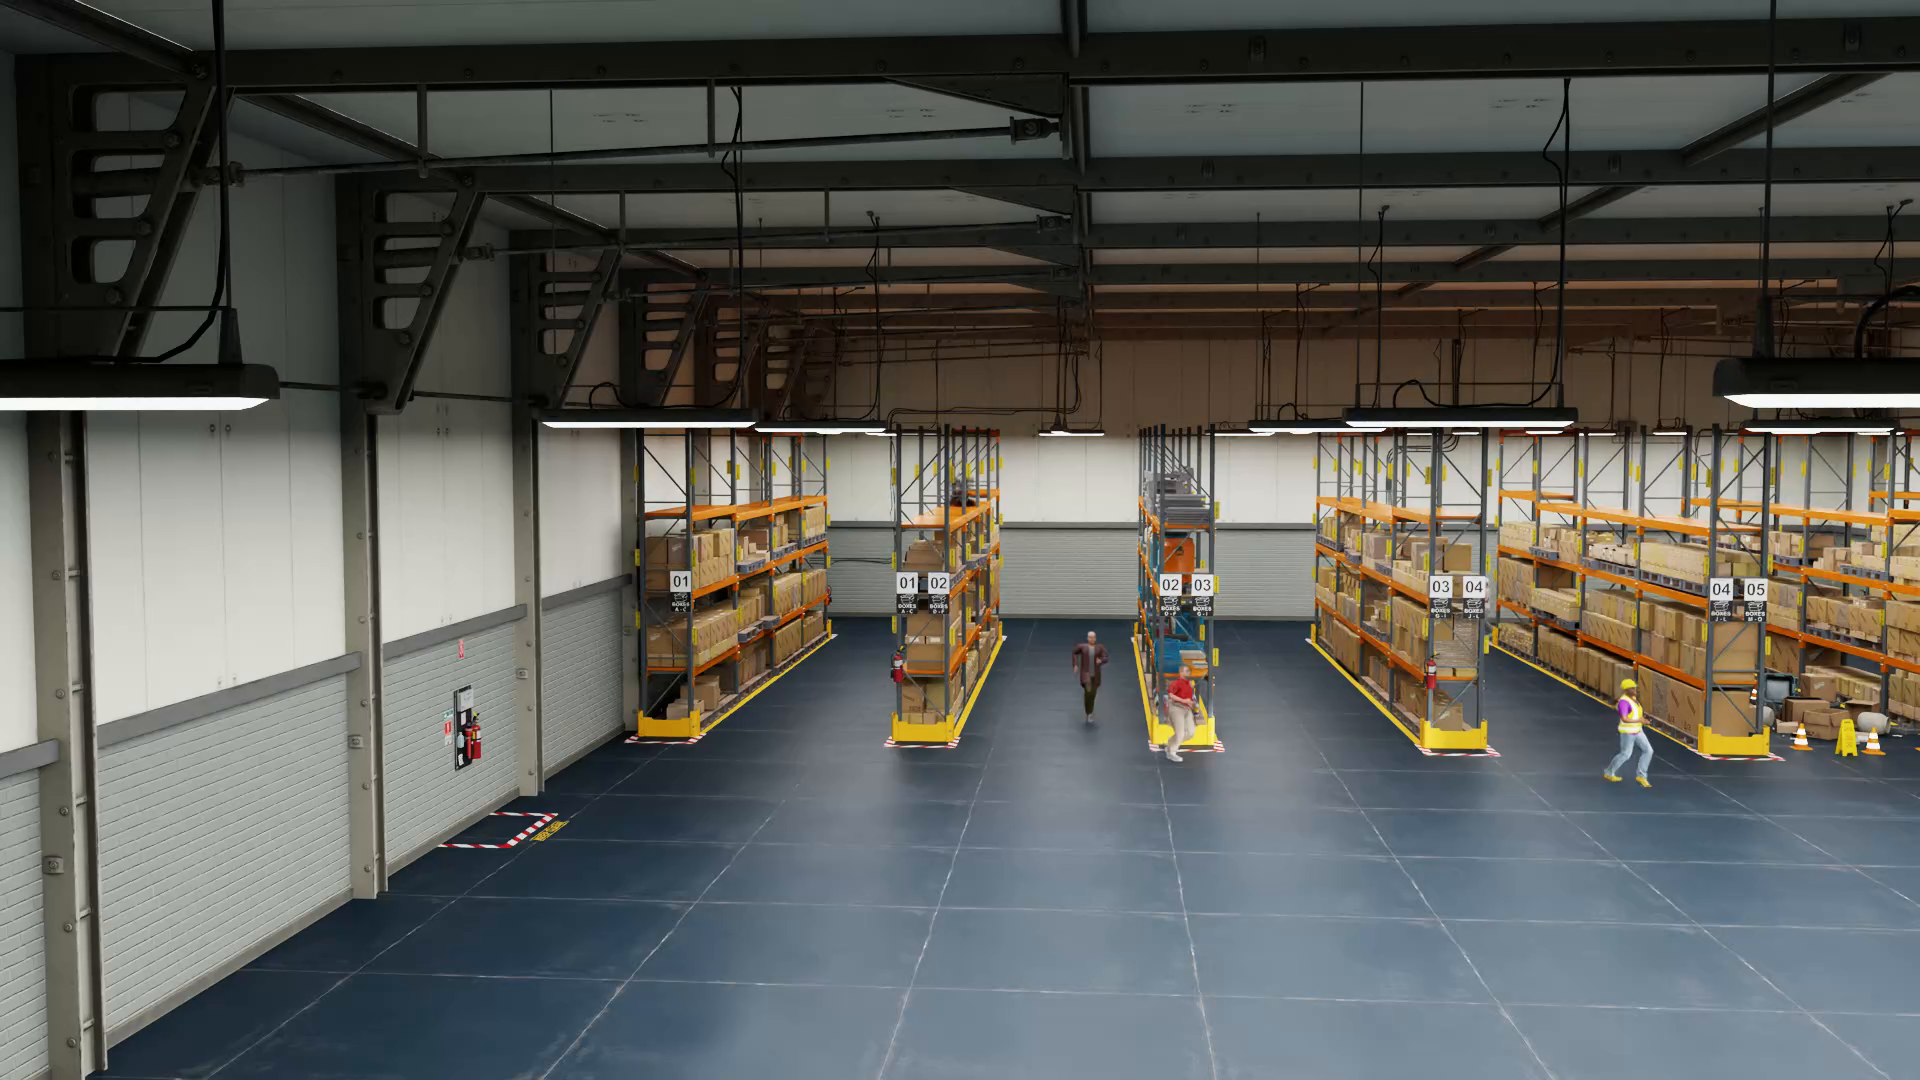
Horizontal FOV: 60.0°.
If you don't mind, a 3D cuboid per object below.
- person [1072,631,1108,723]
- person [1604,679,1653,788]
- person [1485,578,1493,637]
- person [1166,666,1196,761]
[{"bbox_3d":[2.659,2.774,33.819,0.666,1.847,0.937,-1,4,-10],"label":"person"},{"bbox_3d":[11.060,3.191,27.450,0.757,1.802,0.707,3,5,44],"label":"person"},{"bbox_3d":[14.934,1.964,47.383,0.818,1.807,0.686,0,4,-8],"label":"person"},{"bbox_3d":[4.000,3.084,29.696,0.609,1.667,0.679,3,5,40],"label":"person"}]
